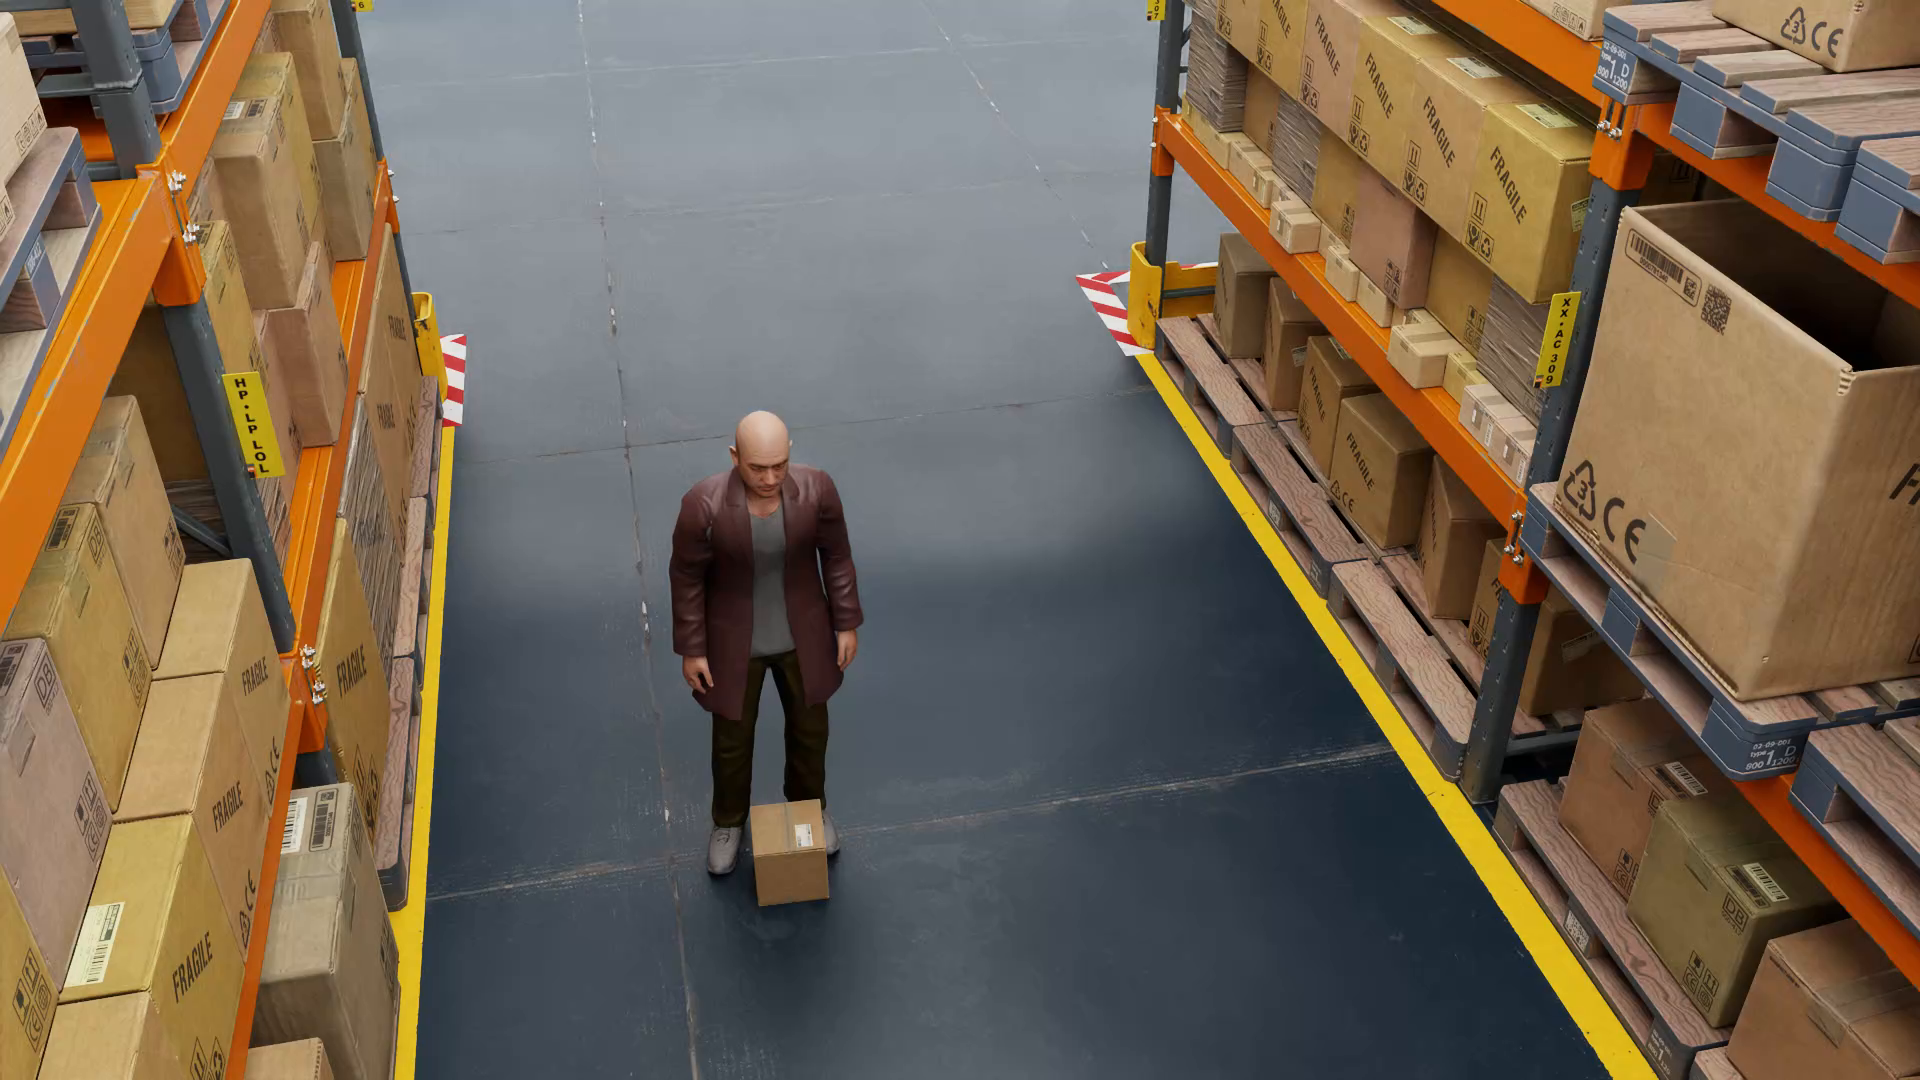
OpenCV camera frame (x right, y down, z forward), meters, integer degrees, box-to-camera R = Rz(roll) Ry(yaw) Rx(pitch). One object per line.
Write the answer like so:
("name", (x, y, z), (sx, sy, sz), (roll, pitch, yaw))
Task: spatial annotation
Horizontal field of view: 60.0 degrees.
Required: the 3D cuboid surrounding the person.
("person", (-0.648, 0.334, 5.659), (0.654, 1.774, 0.421), (-9, 35, -13))
